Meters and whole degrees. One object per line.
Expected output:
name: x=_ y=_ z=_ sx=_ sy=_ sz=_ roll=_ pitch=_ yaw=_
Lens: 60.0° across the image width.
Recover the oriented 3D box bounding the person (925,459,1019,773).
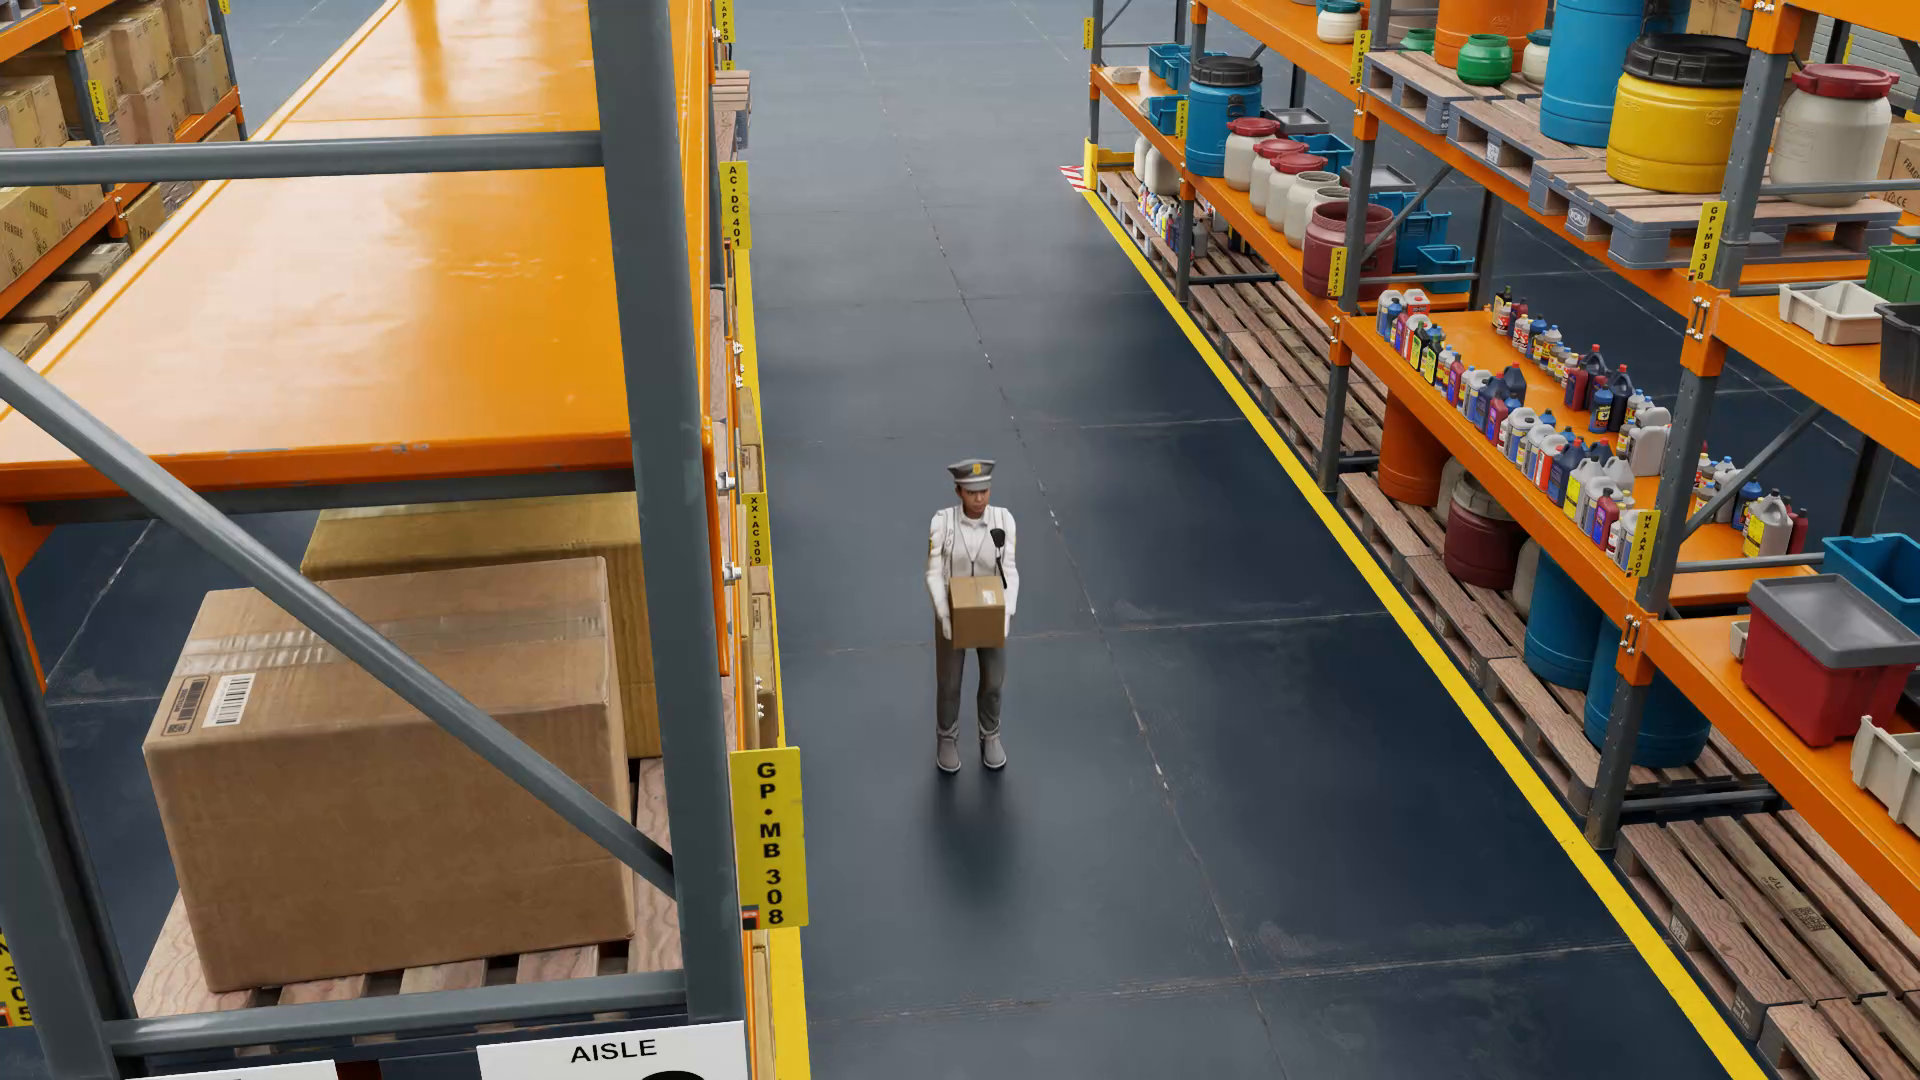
person: x=0.060 y=0.405 z=8.281 sx=0.459 sy=1.686 sz=0.558 roll=-2 pitch=27 yaw=-5
